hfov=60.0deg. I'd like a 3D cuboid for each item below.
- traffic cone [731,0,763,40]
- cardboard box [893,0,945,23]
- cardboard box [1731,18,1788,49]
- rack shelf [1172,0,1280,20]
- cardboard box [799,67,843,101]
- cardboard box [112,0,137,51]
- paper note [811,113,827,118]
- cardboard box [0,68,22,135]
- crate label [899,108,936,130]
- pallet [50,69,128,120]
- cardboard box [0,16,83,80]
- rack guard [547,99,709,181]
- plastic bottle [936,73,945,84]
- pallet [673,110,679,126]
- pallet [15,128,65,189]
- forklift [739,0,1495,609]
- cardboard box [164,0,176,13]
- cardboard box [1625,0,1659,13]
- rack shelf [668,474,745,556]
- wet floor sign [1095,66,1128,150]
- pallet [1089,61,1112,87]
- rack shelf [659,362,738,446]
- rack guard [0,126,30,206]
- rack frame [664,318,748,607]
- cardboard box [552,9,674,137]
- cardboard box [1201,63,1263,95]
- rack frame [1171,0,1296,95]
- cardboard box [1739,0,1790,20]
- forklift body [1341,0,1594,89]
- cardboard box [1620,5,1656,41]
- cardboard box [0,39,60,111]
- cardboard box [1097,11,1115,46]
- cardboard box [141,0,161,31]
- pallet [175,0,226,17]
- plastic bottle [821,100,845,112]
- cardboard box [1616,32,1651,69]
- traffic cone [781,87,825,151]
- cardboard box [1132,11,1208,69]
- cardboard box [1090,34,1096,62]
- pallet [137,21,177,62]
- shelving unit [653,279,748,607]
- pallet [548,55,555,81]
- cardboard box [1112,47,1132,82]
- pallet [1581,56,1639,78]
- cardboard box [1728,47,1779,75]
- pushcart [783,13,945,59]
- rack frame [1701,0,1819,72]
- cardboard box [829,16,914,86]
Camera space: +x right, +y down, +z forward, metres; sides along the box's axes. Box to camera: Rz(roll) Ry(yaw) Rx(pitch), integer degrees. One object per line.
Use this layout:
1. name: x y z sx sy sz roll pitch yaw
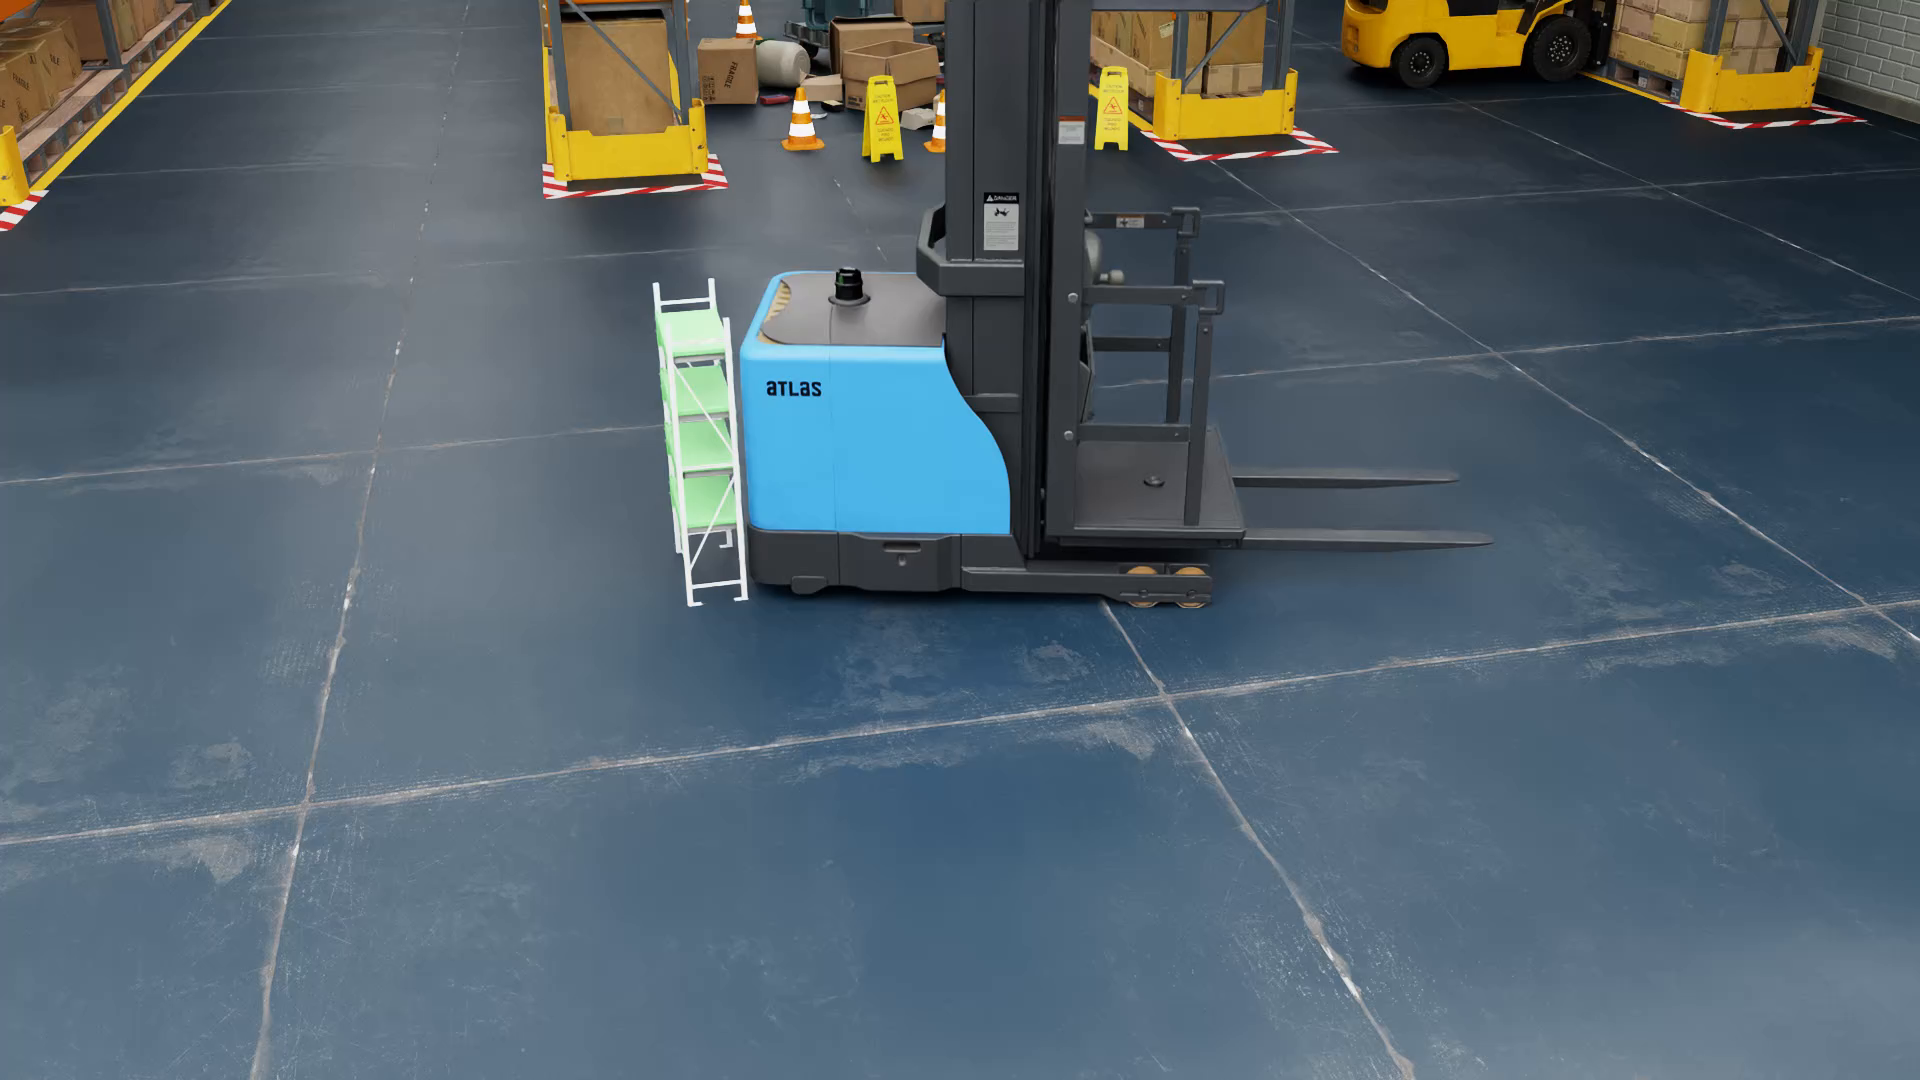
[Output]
1. traffic cone: -2.289 -5.578 17.788 0.336 0.463 0.334 -6 27 -12
2. cardboard box: -0.386 -5.544 16.838 0.500 0.500 0.500 -6 27 -12
3. cardboard box: 7.175 -4.676 15.215 0.500 0.250 0.500 -5 27 -11
4. rack shelf: 1.792 -5.316 15.252 1.077 0.370 4.000 -6 27 -12
5. cardboard box: -1.276 -4.180 15.237 0.396 0.266 0.258 -1 27 -3
6. cardboard box: -8.520 -5.073 16.257 0.700 0.500 0.500 -6 27 -12
7. paper note: -1.247 -3.729 14.605 0.144 0.017 0.142 3 27 6
8. cardboard box: -7.704 -3.359 12.885 0.500 0.500 0.500 1 27 2
9. crate label: -0.353 -3.616 14.262 0.250 0.136 0.298 -23 35 -38
10. pallet: -8.128 -3.973 14.887 1.003 0.211 1.213 -6 27 -12
11. cardboard box: -8.262 -4.401 14.949 0.500 0.500 0.500 -7 28 -13
12. rack guard: -2.551 -3.086 12.809 1.175 0.500 0.348 -6 27 -12
13. plastic bottle: -0.195 -4.447 15.992 0.133 0.061 0.283 -1 27 -3
14. pallet: -2.813 -3.311 13.575 1.003 0.211 1.213 -6 27 -12
15. pallet: -7.578 -2.902 12.765 1.003 0.211 1.213 -6 27 -12
16. forklift: 0.668 -1.275 6.524 3.031 2.935 1.130 1 27 2
17. cardboard box: -9.044 -6.054 18.200 0.700 0.500 0.500 -7 28 -14
18. cardboard box: 6.550 -5.065 15.433 0.500 0.250 0.500 -5 27 -11
19. rack shelf: -1.042 -0.118 6.827 0.258 0.148 0.480 -6 27 -13
20. wet floor sign: 1.244 -3.516 13.501 0.267 0.644 0.232 3 27 6
21. pallet: 1.806 -4.443 15.818 1.003 0.211 1.213 -6 27 -12
22. rack shelf: -1.042 -0.547 6.610 0.258 0.148 0.480 -6 27 -13
23. rack guard: -7.429 -2.671 11.986 1.175 0.500 0.348 -6 27 -12
24. rack frame: -0.983 -0.283 6.478 0.240 1.200 0.015 -6 27 -13
25. cardboard box: -2.774 -3.742 13.227 0.875 0.875 0.875 -6 27 -11
26. cardboard box: 2.331 -4.102 14.633 0.500 0.250 0.500 -6 27 -12
27. rack frame: 2.243 -4.759 13.351 1.000 3.000 0.127 -6 27 -12
28. cardboard box: 7.154 -4.902 15.108 0.500 0.250 0.500 -6 27 -12
29. forklift body: 4.874 -5.533 15.826 2.313 2.155 1.214 -6 27 -12
30. cardboard box: 6.562 -4.851 15.564 0.500 0.250 0.500 -6 27 -12
31. cardboard box: -7.909 -3.886 13.928 0.500 0.500 0.500 -8 28 -16
32. cardboard box: 1.581 -4.830 15.244 0.500 0.500 0.500 -7 28 -13
33. cardboard box: -8.772 -5.563 17.229 0.700 0.500 0.500 -4 27 -7
34. pallet: -9.319 -6.374 19.644 1.003 0.211 1.213 -6 27 -12
35. plastic bottle: -1.156 -3.895 14.899 0.133 0.061 0.283 -16 31 -29
36. cardboard box: 6.562 -4.619 15.657 0.500 0.250 0.500 -6 27 -12
37. traffic cone: -1.293 -3.457 13.586 0.336 0.463 0.334 -6 27 -12
38. cardboard box: 1.809 -4.379 14.351 0.500 0.500 0.500 -6 27 -11
39. cardboard box: 1.465 -4.723 15.864 0.500 0.250 0.500 -6 27 -12
40. pallet: -8.769 -5.143 17.204 1.003 0.211 1.213 -6 27 -12
41. shelving unit: -1.042 -0.389 6.690 0.258 1.200 0.503 -6 27 -13
42. pallet: -3.363 -4.382 15.697 1.003 0.211 1.213 -6 27 -12
43. cardboard box: 1.690 -4.275 14.977 0.500 0.250 0.500 -6 27 -11
44. pallet: 6.594 -4.886 16.696 1.003 0.211 1.213 -6 27 -12
45. cardboard box: 7.158 -4.461 15.344 0.500 0.250 0.500 -6 27 -11
46. pushcart: -0.868 -5.091 16.918 1.648 0.377 0.936 -16 31 -29
47. rack frame: 7.078 -5.265 14.352 1.000 3.000 0.127 -6 27 -12
48. cardboard box: -0.838 -4.629 15.713 0.797 0.637 0.503 -6 27 -12
